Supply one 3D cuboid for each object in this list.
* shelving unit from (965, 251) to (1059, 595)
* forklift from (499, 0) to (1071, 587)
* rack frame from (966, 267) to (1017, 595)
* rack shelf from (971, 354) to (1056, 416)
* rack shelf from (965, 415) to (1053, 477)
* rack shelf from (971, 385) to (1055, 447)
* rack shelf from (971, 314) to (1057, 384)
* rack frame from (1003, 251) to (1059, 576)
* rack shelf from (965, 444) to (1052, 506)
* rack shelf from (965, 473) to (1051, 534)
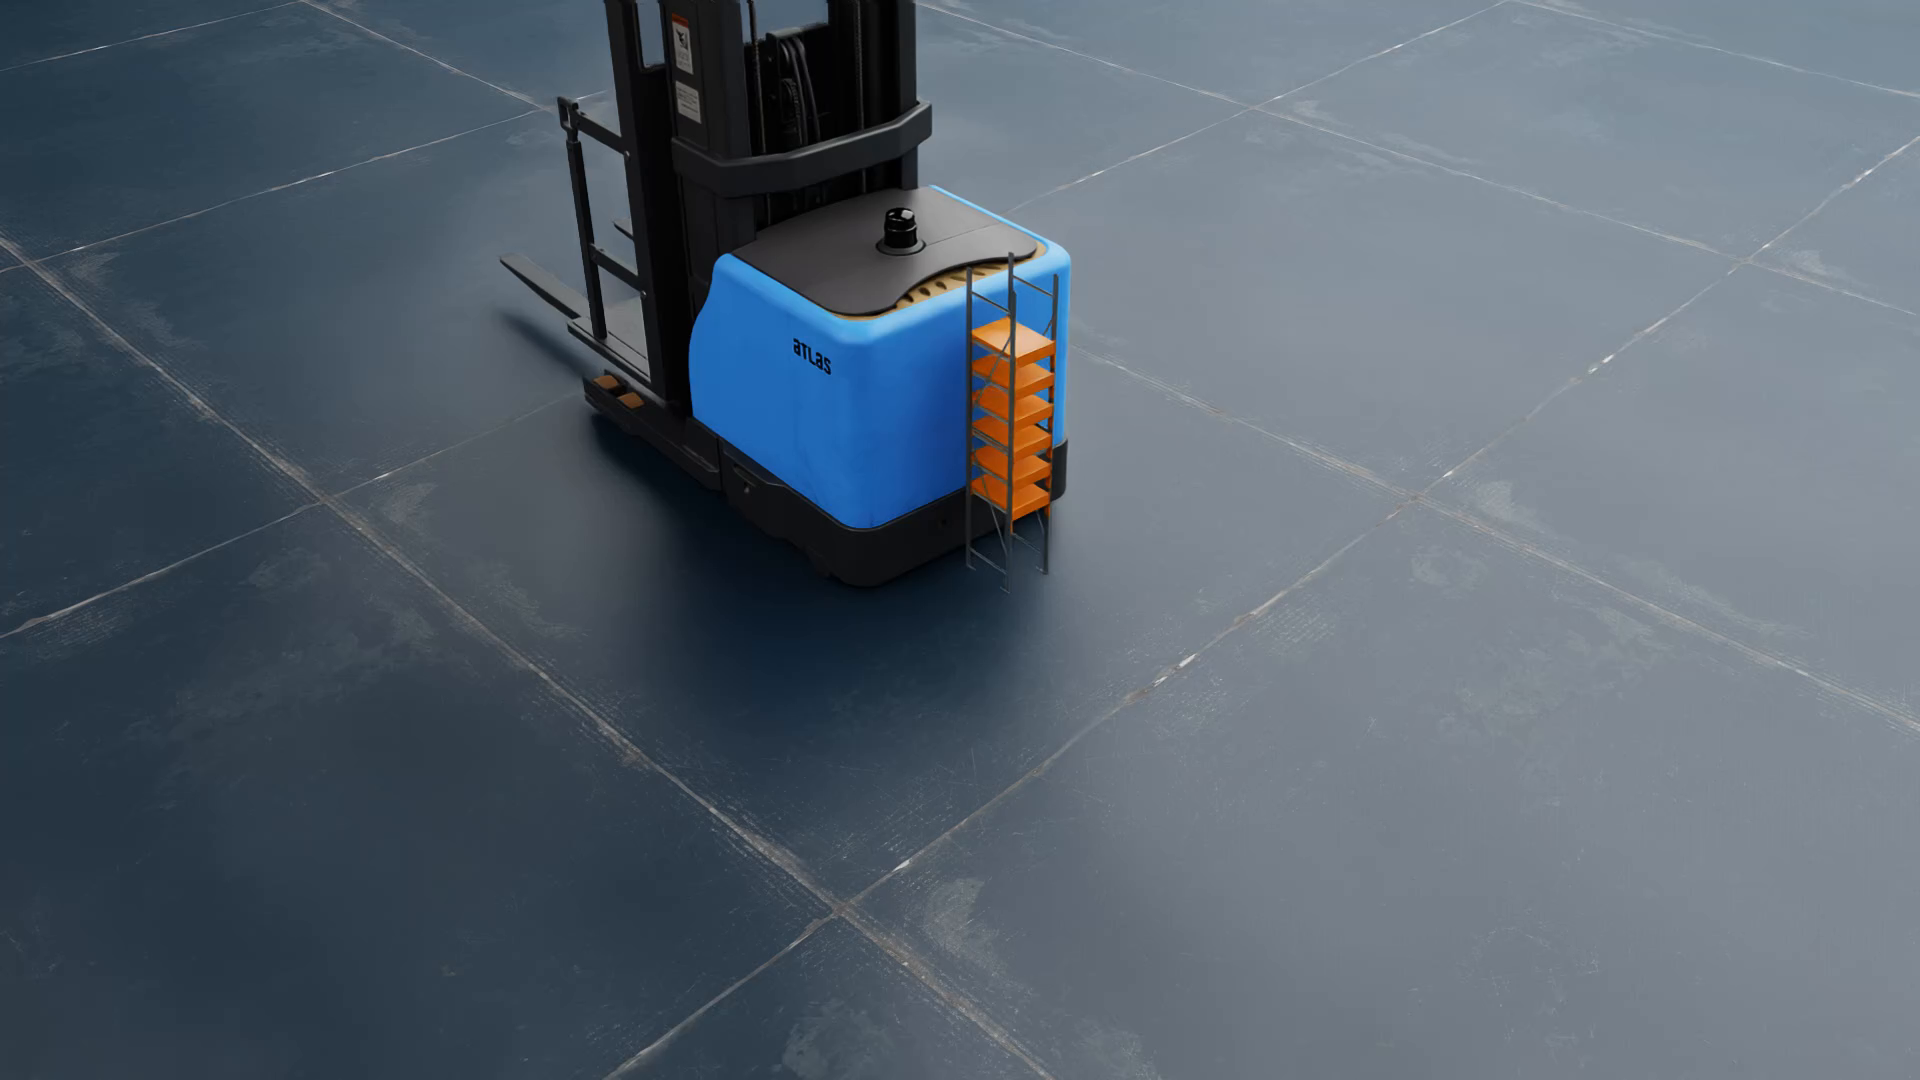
[{"bbox_3d":[0.170,-0.382,5.748,0.189,1.200,0.258,-26,42,-32],"label":"shelving unit"},{"bbox_3d":[-0.925,-1.808,6.280,1.130,2.935,3.031,-26,42,-32],"label":"forklift"},{"bbox_3d":[0.100,-0.348,5.700,0.006,1.200,0.240,-26,42,-32],"label":"rack frame"},{"bbox_3d":[0.171,-0.542,5.636,0.180,0.103,0.258,-26,42,-32],"label":"rack shelf"},{"bbox_3d":[0.170,-0.345,5.774,0.180,0.103,0.258,-26,42,-32],"label":"rack shelf"},{"bbox_3d":[0.170,-0.444,5.705,0.180,0.103,0.258,-26,42,-32],"label":"rack shelf"},{"bbox_3d":[0.171,-0.641,5.568,0.180,0.103,0.258,-26,42,-32],"label":"rack shelf"},{"bbox_3d":[0.240,-0.415,5.797,0.006,1.200,0.240,-26,42,-32],"label":"rack frame"},{"bbox_3d":[0.170,-0.247,5.842,0.180,0.103,0.258,-26,42,-32],"label":"rack shelf"},{"bbox_3d":[0.170,-0.148,5.911,0.180,0.103,0.258,-26,42,-32],"label":"rack shelf"}]
